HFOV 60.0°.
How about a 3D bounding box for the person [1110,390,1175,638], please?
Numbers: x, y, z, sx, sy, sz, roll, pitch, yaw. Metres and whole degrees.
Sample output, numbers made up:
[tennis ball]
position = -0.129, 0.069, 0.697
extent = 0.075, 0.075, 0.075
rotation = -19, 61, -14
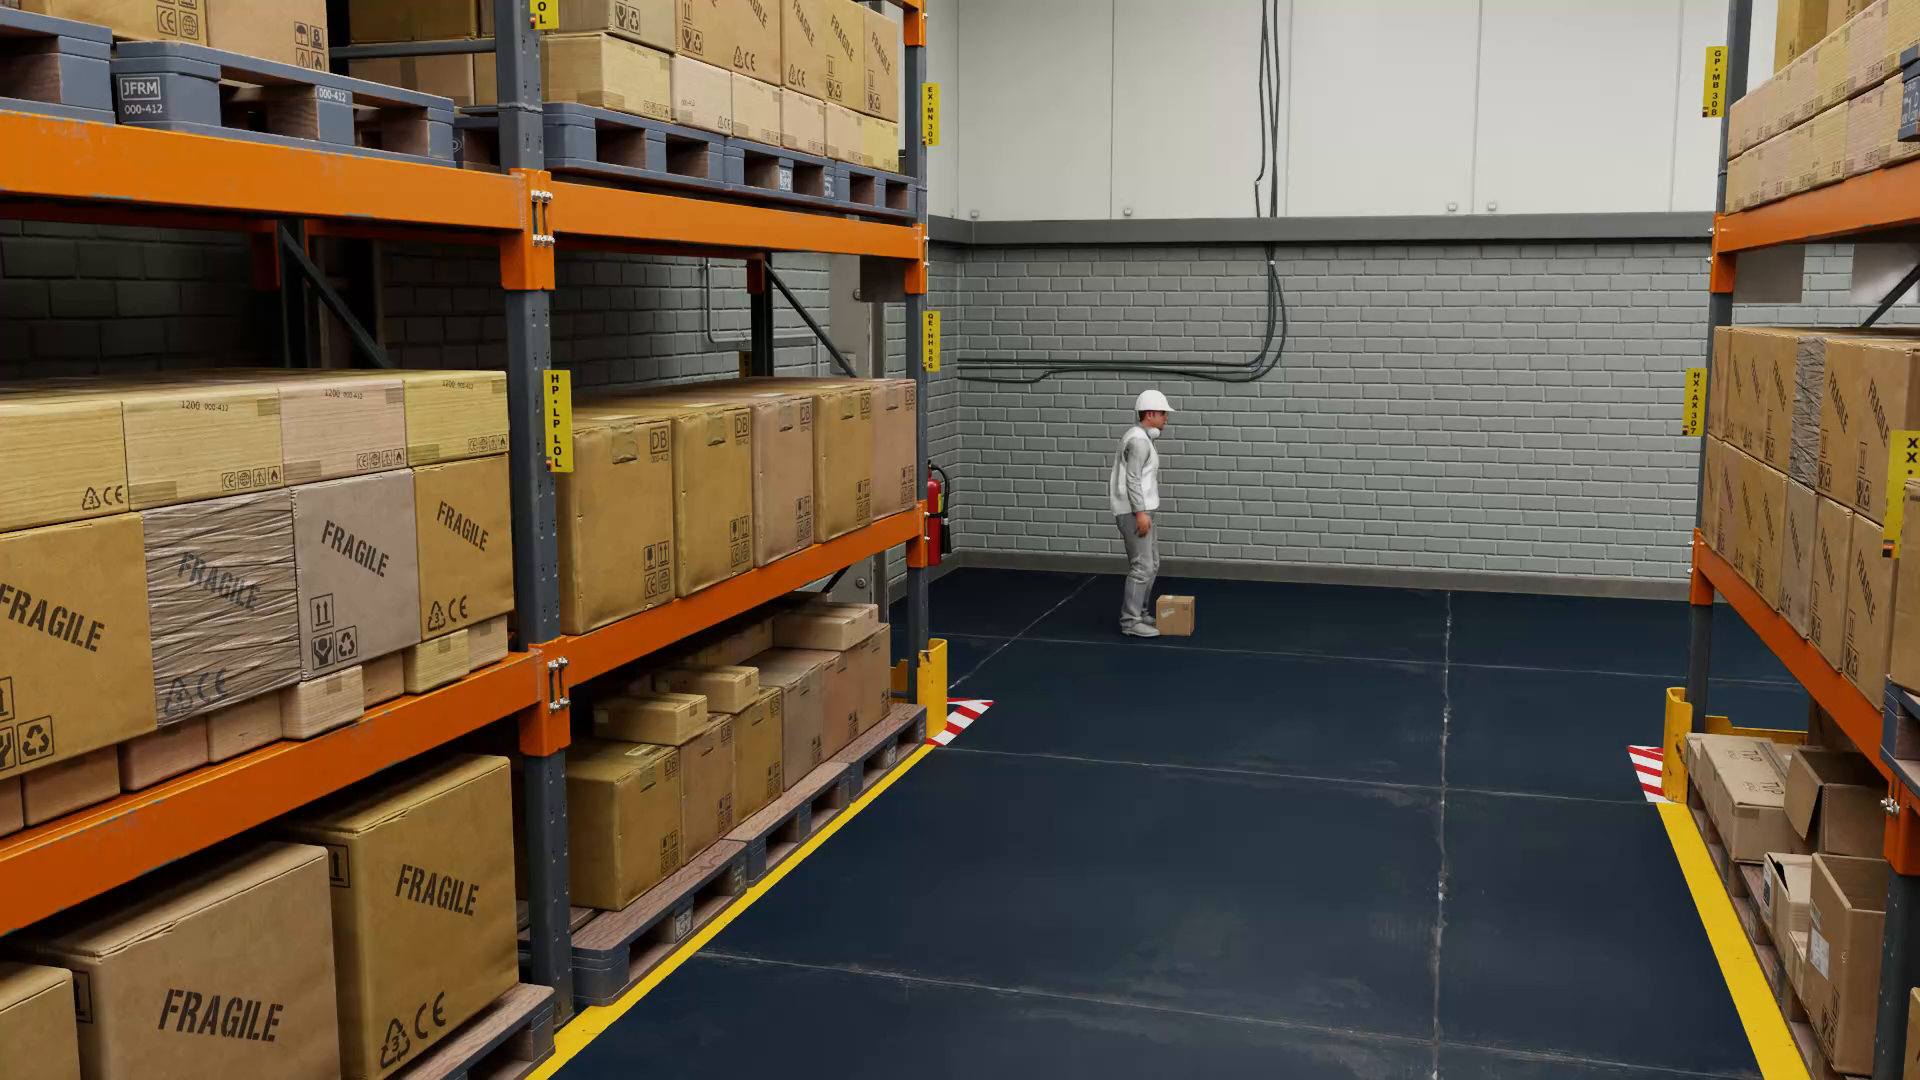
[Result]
[person]
position = 1.330, -0.209, 12.179
extent = 0.464, 1.771, 0.592
rotation = 2, 8, 13
